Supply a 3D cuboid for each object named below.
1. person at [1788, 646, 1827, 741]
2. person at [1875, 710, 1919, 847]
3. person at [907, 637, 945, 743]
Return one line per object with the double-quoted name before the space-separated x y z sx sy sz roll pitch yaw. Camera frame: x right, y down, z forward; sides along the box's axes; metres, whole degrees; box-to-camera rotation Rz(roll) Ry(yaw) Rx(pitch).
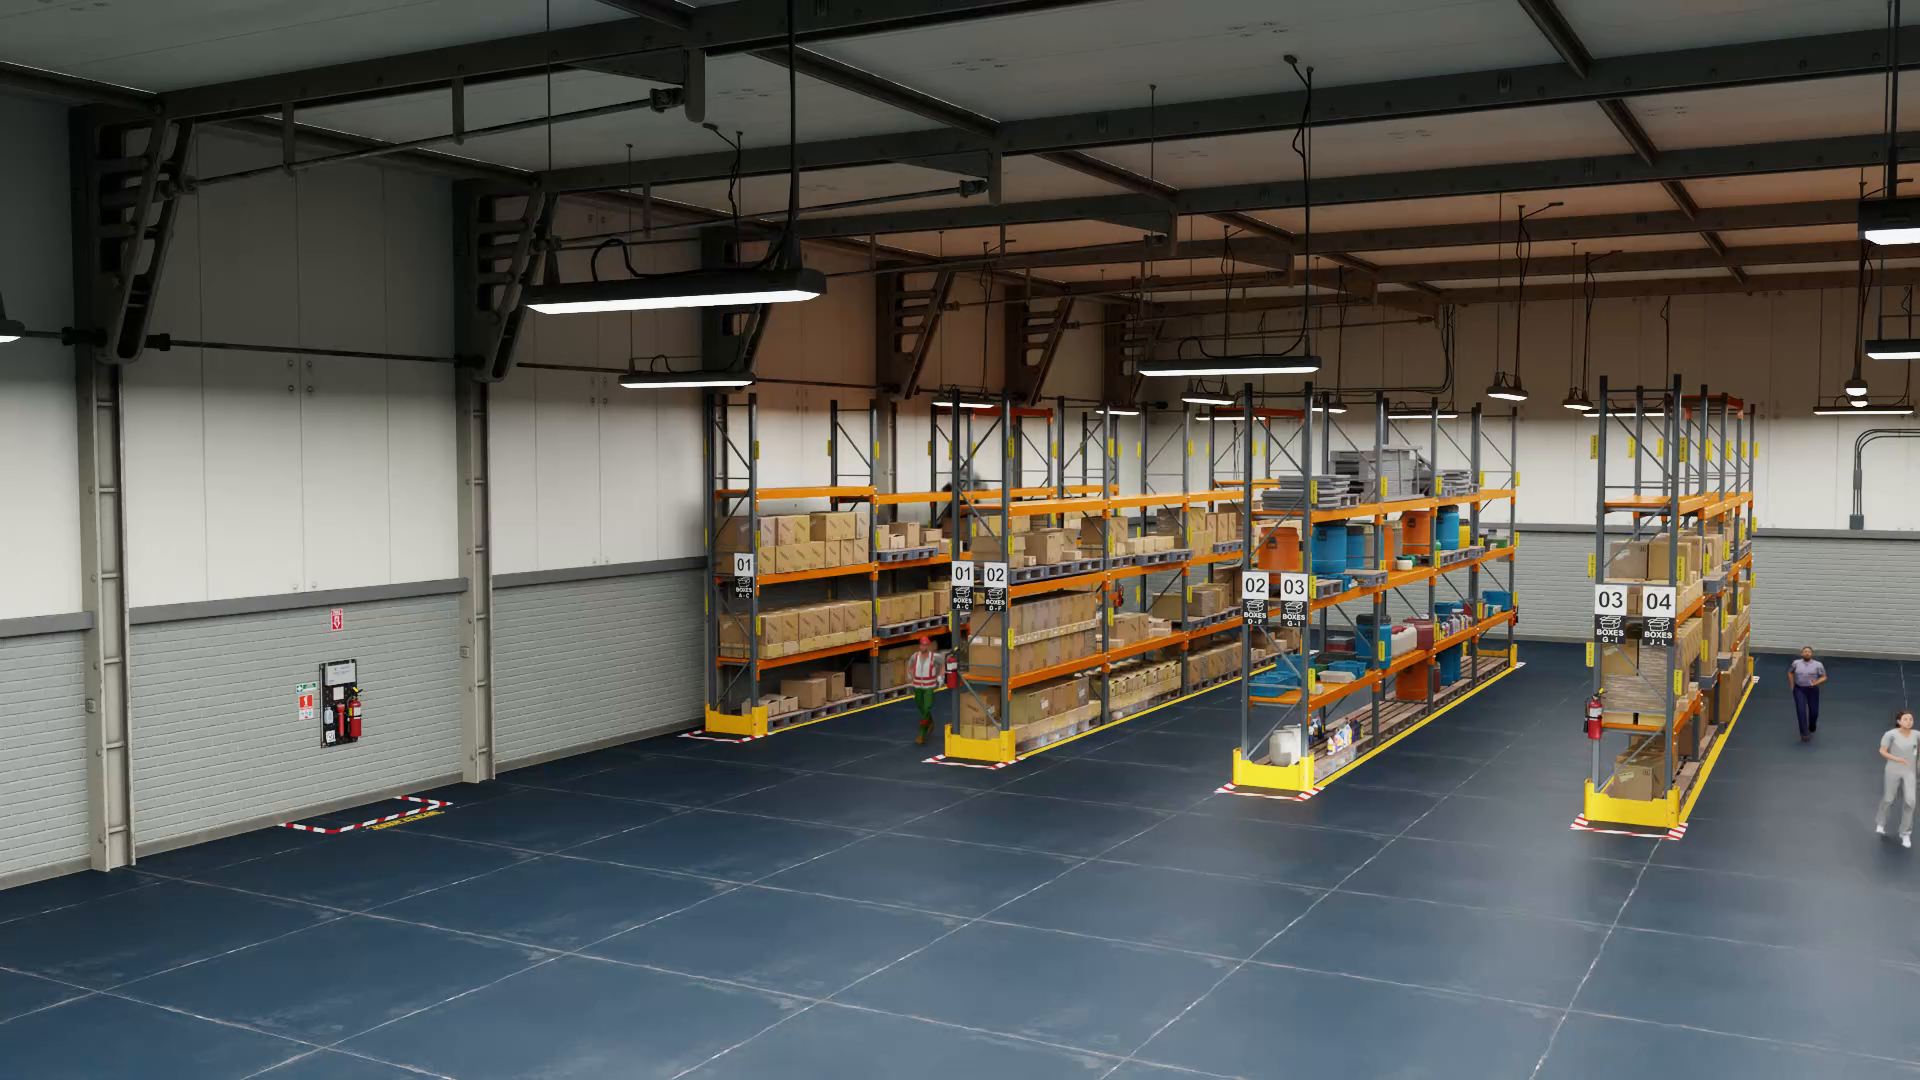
"person" 14.670 2.638 28.817 0.609 1.610 0.711 2 4 29
"person" 12.055 3.022 21.277 0.594 1.730 0.729 1 3 13
"person" -0.613 2.543 28.619 0.648 1.778 1.008 1 3 19
